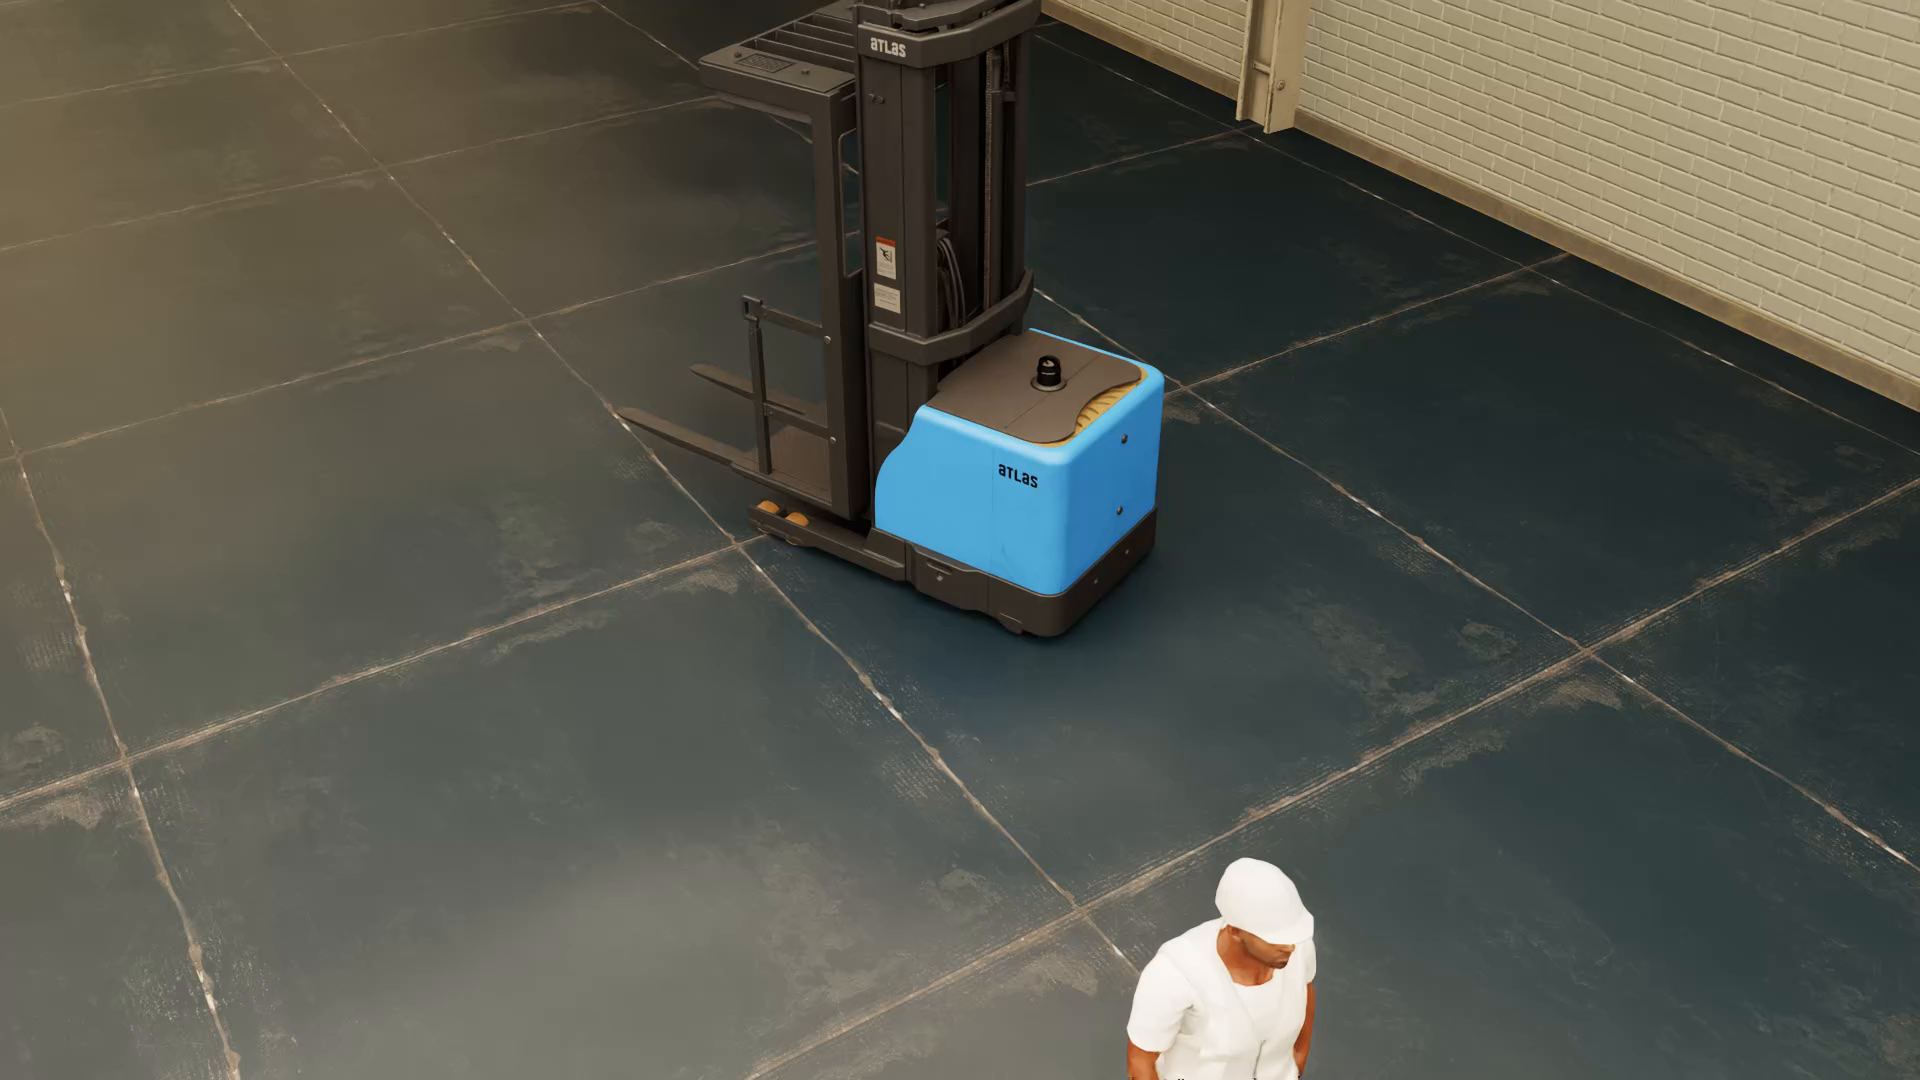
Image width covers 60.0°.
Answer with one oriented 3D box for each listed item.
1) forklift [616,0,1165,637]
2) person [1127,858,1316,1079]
[{"bbox_3d":[-0.500,-1.399,8.138,3.031,2.935,1.130,22,41,28],"label":"forklift"},{"bbox_3d":[0.813,1.655,4.838,0.658,1.787,0.513,-17,38,-22],"label":"person"}]
